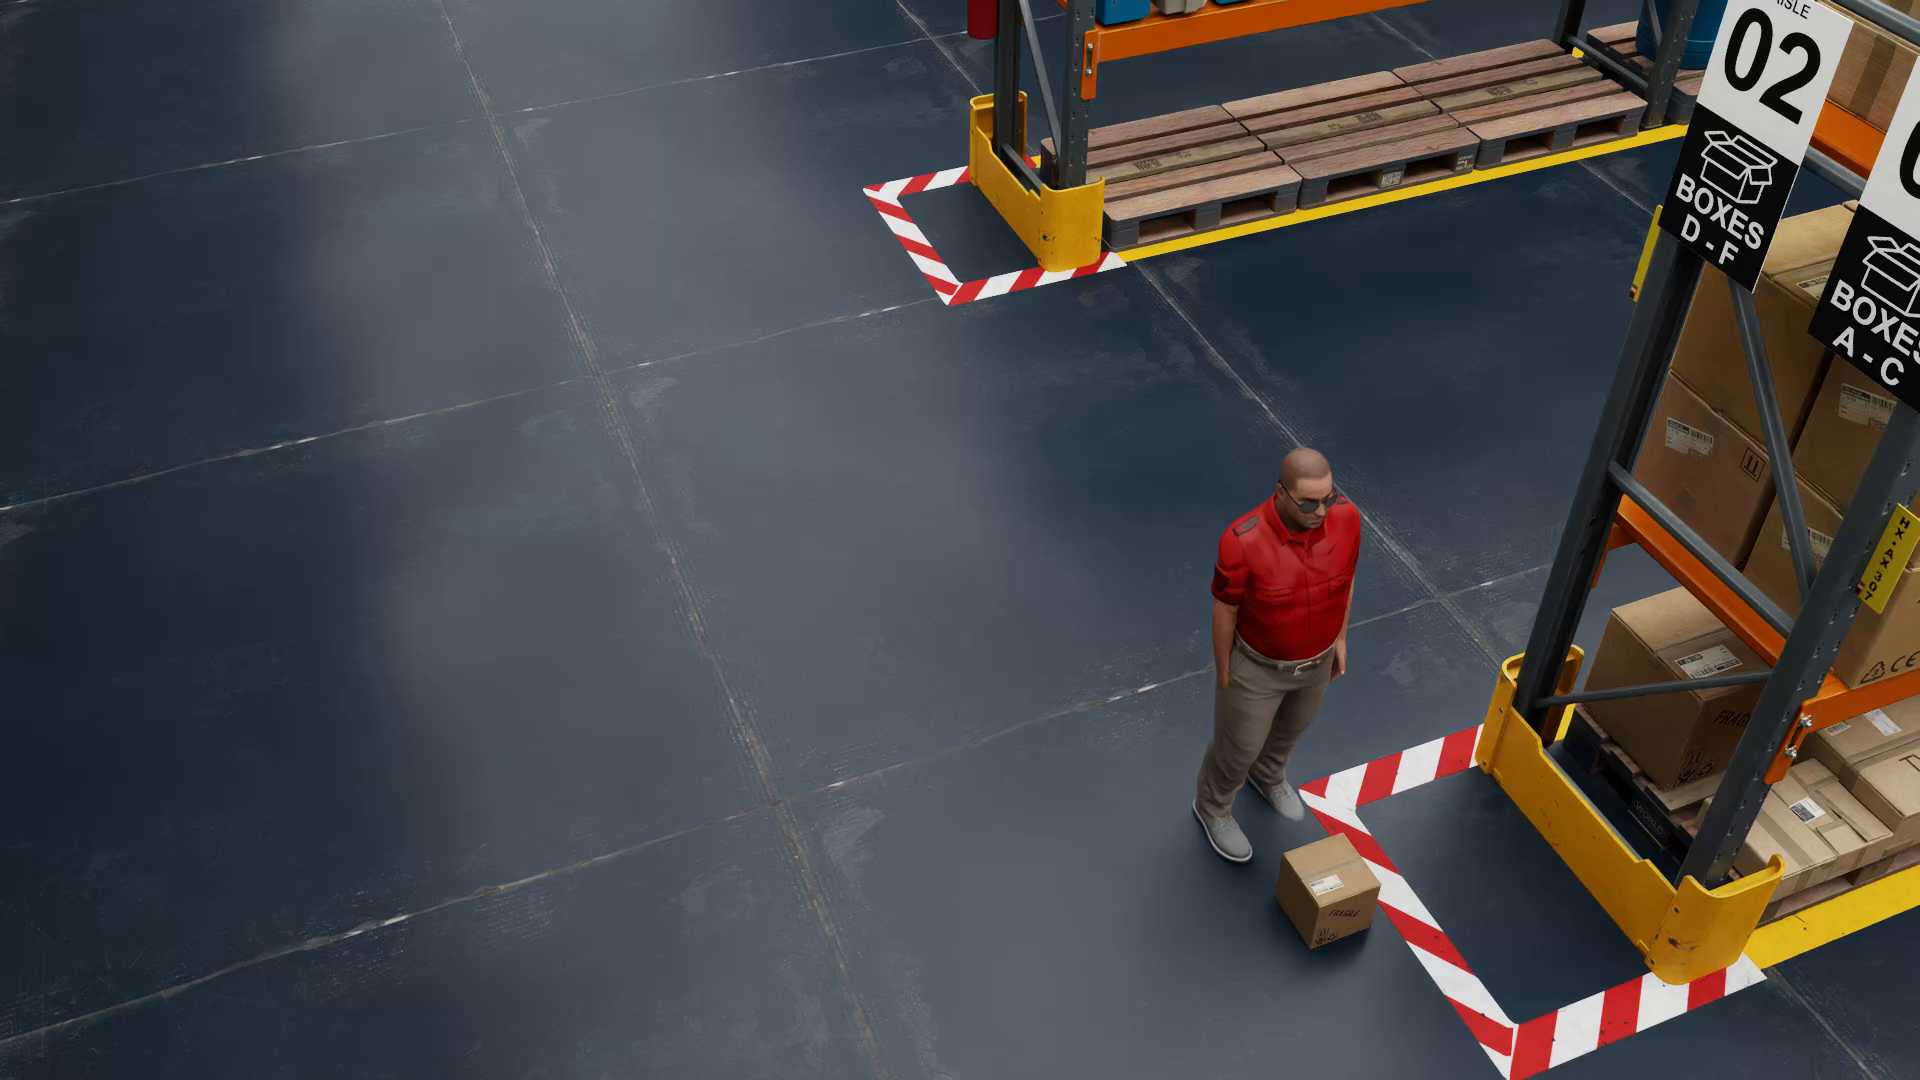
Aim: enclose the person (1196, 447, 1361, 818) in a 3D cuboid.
[{"bbox_3d":[1.105,0.369,5.701,0.530,1.650,0.375,-16,44,-17],"label":"person"}]
